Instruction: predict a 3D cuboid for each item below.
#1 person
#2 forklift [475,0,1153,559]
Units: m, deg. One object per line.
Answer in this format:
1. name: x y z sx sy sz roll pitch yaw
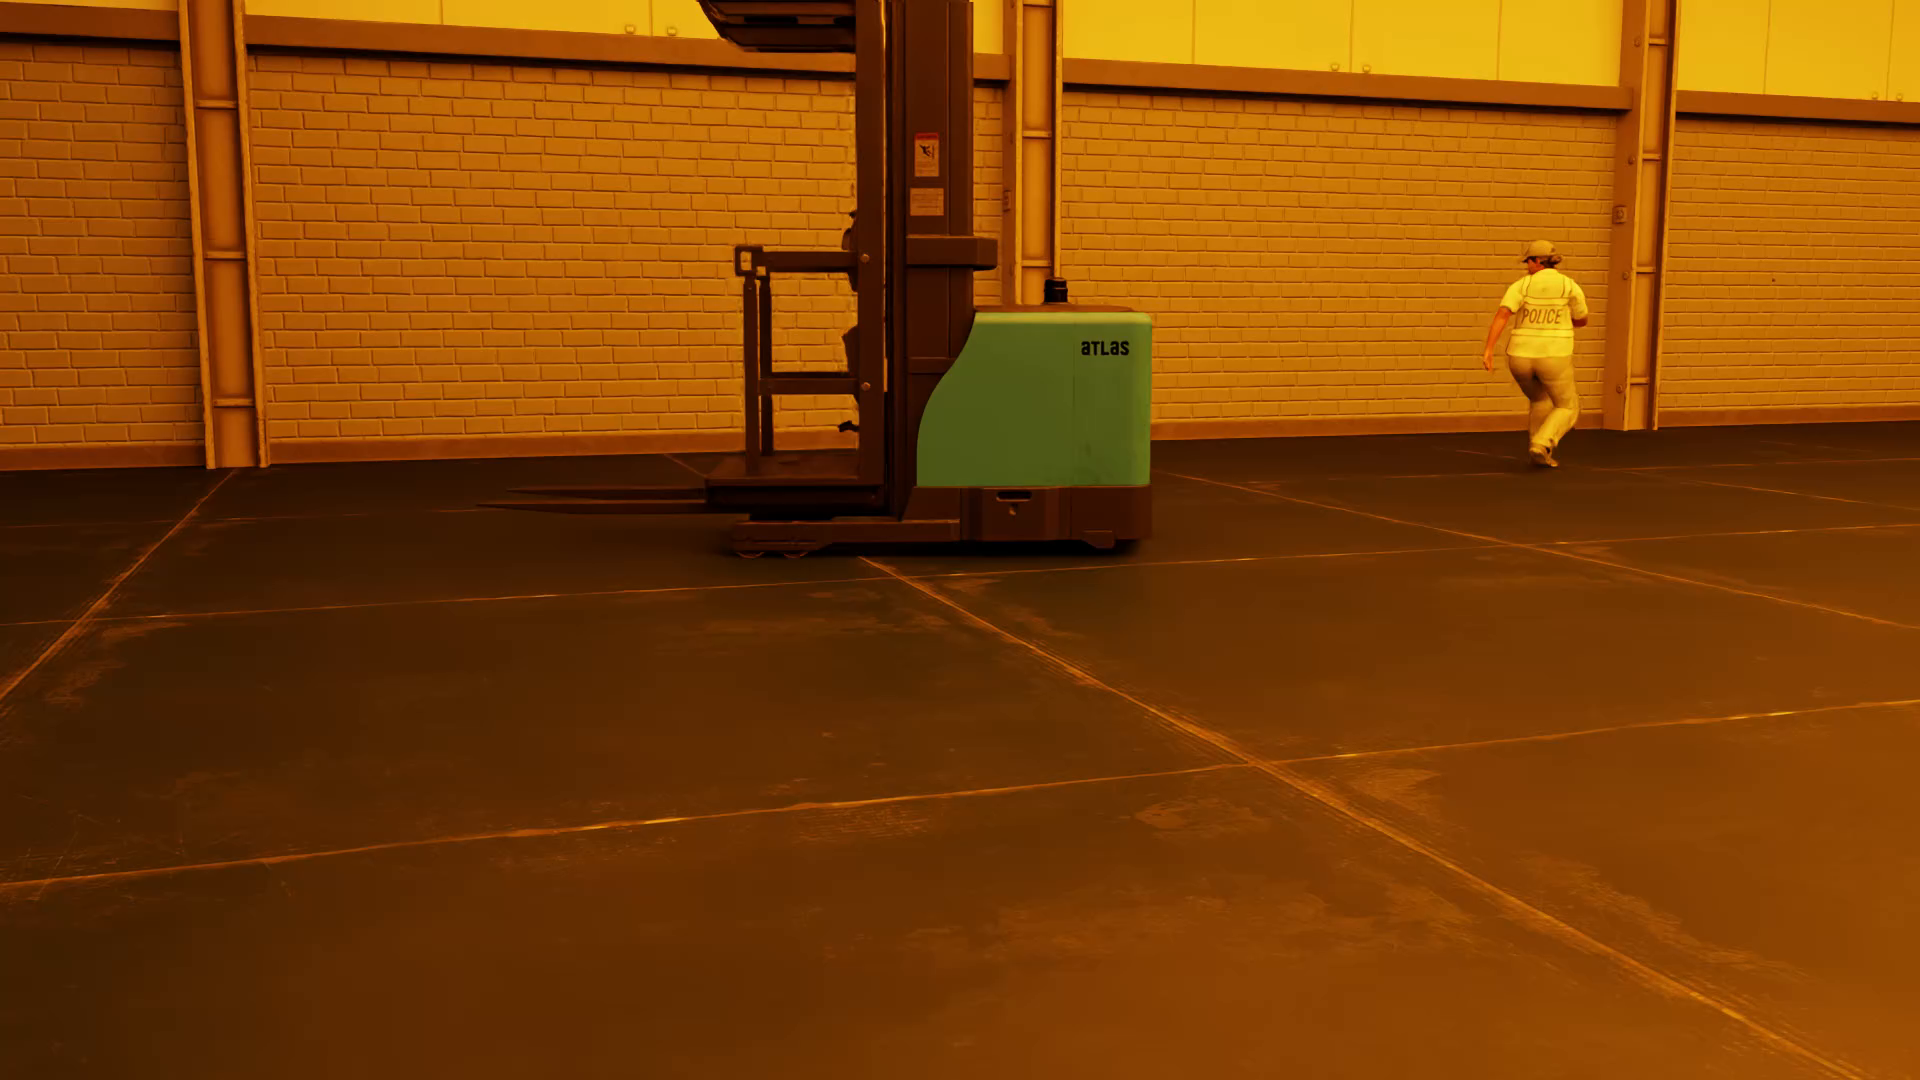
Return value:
1. person: 4.005 -1.267 11.467 0.529 1.585 0.787 7 10 40
2. forklift: -0.670 -1.443 7.660 3.031 2.935 1.130 0 8 -3
